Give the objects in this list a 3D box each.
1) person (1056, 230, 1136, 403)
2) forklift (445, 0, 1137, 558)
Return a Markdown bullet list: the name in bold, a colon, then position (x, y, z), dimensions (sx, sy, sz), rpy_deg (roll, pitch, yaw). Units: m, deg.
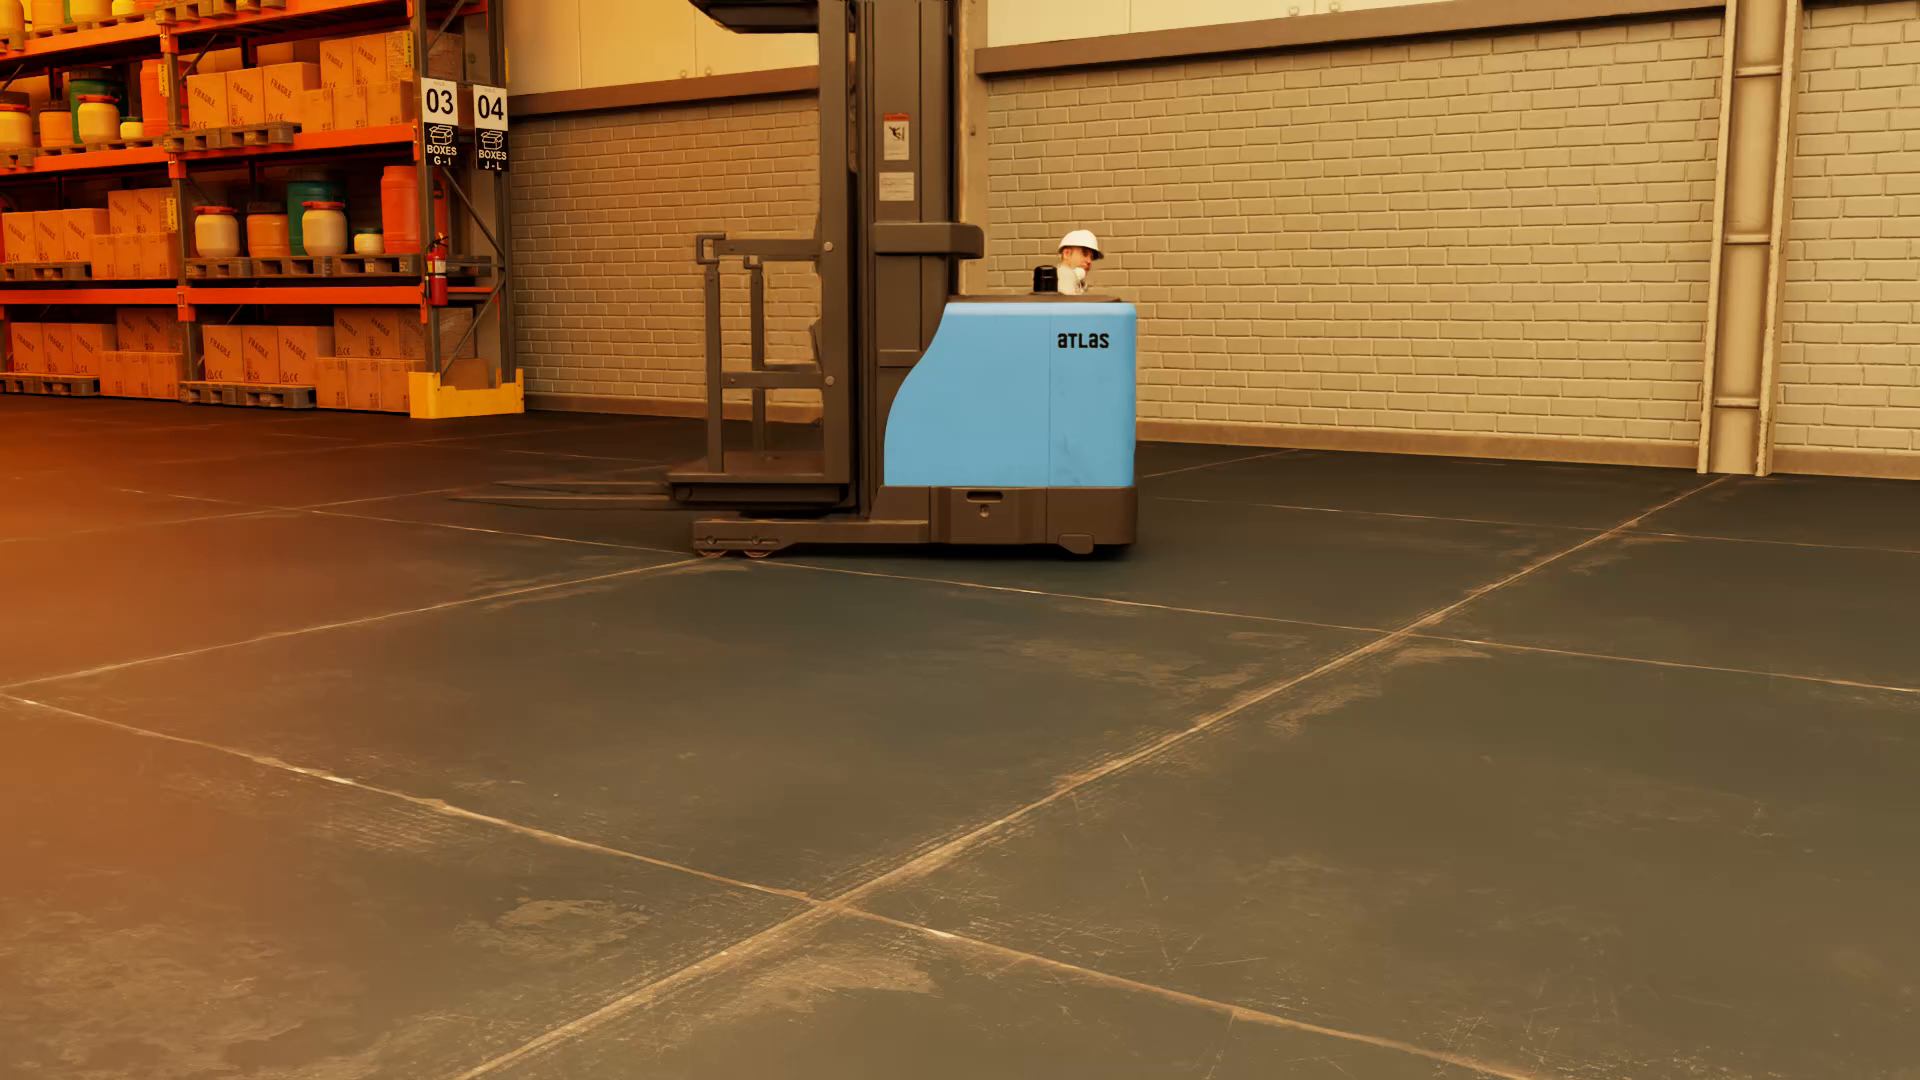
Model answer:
- **person**: position (0.647, -1.046, 9.814), dimensions (0.691, 1.548, 0.881), rpy_deg (-3, 9, -19)
- **forklift**: position (-0.737, -1.447, 7.368), dimensions (3.031, 2.935, 1.130), rpy_deg (1, 8, 4)
